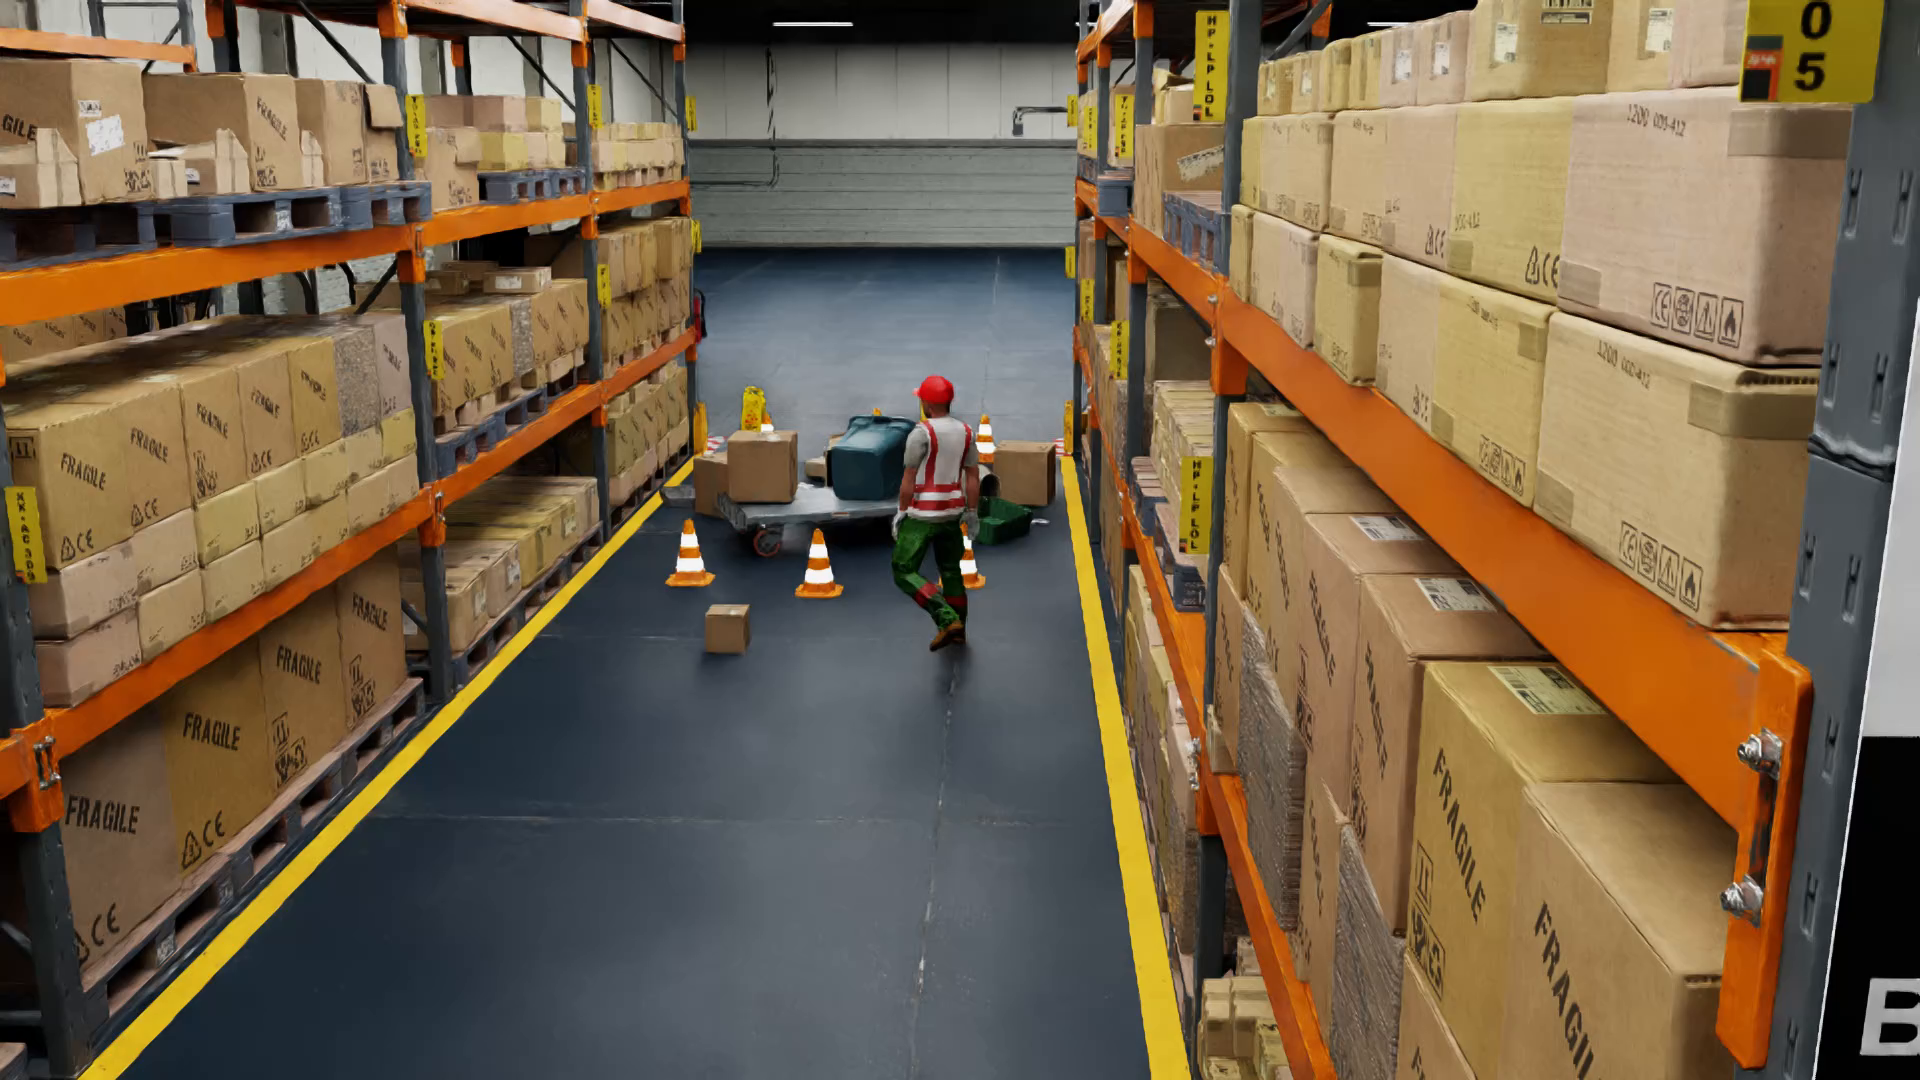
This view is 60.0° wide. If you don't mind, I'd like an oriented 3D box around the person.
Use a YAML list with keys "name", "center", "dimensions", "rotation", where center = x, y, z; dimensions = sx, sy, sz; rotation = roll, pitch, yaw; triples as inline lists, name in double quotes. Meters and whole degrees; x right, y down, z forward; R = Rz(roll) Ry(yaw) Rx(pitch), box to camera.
- name: "person"
  center: [-0.114, -0.158, 10.522]
  dimensions: [0.654, 1.782, 0.593]
  rotation: [-12, 18, -41]
